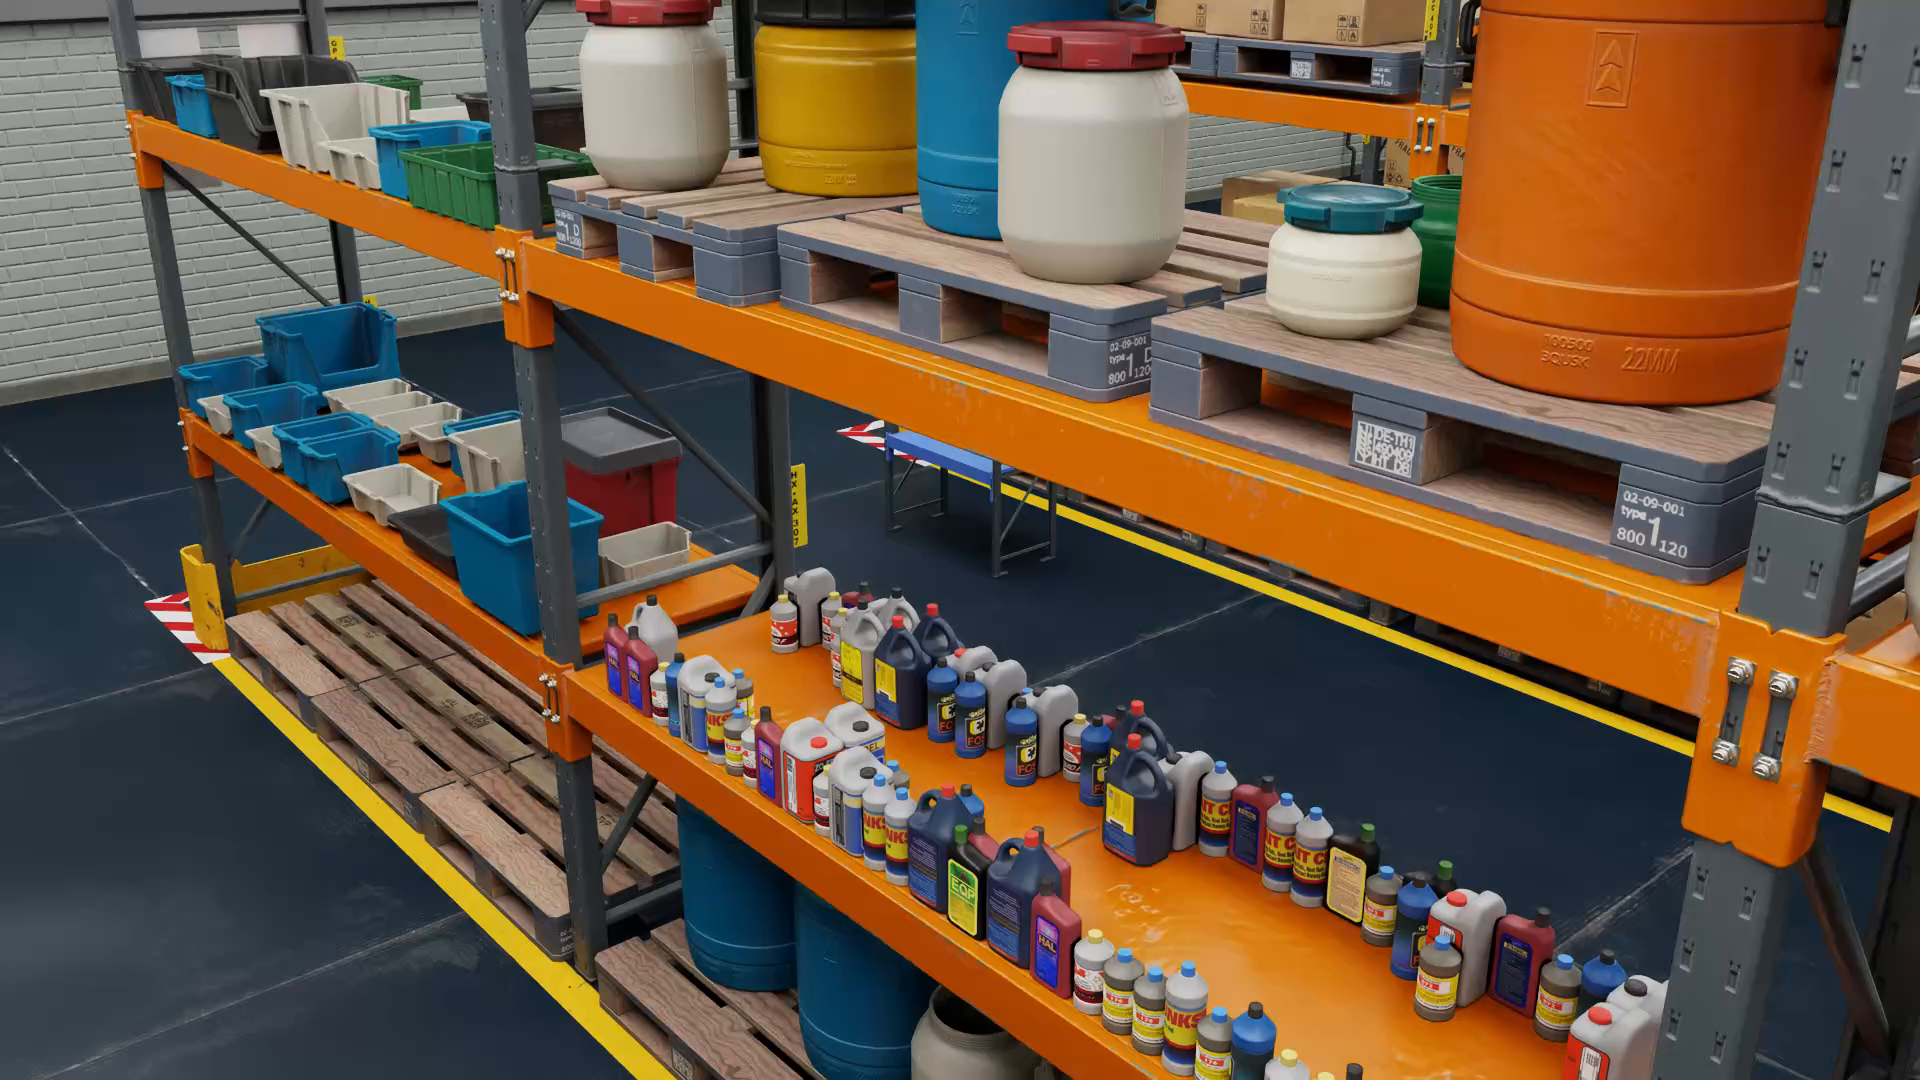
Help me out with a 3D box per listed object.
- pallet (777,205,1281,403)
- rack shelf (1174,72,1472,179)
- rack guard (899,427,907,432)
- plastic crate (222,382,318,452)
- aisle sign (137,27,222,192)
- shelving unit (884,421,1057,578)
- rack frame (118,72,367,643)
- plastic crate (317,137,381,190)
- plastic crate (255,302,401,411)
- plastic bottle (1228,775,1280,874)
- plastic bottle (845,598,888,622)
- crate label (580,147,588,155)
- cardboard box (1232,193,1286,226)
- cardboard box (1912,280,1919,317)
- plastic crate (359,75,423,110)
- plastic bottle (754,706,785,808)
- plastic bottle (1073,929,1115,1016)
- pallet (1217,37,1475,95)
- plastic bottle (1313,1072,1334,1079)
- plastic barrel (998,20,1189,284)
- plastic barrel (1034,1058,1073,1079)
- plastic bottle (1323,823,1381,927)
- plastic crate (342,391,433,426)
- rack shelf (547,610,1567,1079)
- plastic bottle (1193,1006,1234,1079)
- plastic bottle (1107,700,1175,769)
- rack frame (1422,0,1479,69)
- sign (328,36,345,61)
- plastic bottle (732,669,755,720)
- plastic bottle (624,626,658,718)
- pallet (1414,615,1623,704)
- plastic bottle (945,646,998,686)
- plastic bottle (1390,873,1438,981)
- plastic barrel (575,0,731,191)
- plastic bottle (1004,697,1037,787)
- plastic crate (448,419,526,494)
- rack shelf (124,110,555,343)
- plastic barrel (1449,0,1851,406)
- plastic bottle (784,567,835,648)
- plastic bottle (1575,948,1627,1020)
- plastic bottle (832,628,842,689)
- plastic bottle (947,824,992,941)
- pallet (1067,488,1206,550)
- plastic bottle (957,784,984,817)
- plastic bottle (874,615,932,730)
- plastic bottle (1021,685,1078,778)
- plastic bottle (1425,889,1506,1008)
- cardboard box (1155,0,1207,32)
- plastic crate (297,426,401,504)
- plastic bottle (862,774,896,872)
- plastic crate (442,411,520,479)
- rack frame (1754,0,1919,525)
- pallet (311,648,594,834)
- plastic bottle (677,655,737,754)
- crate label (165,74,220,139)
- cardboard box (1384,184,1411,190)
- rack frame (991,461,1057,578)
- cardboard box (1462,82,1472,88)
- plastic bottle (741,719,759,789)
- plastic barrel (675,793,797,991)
[{"bbox_3d":[0.285,-0.669,4.225,1.003,0.211,1.213,-17,27,-37],"label":"pallet"},{"bbox_3d":[1.403,-2.660,10.035,1.077,0.370,4.000,-17,27,-37],"label":"rack shelf"},{"bbox_3d":[0.082,-0.993,12.334,1.175,0.500,0.348,-17,27,-37],"label":"rack guard"},{"bbox_3d":[-3.313,-0.593,8.032,0.416,0.233,0.300,-17,27,-37],"label":"plastic crate"},{"bbox_3d":[-3.927,-2.131,8.247,0.394,0.787,0.004,-17,27,-37],"label":"aisle sign"},{"bbox_3d":[0.056,-0.675,10.150,0.538,1.500,1.048,-17,27,-37],"label":"shelving unit"},{"bbox_3d":[-3.655,-0.971,8.851,1.000,3.000,0.127,-17,27,-37],"label":"rack frame"},{"bbox_3d":[-2.162,-1.401,6.197,0.293,0.136,0.466,-17,27,-37],"label":"plastic crate"},{"bbox_3d":[-3.295,-0.968,8.711,0.616,0.435,0.499,-17,27,-37],"label":"plastic crate"},{"bbox_3d":[0.810,0.767,4.574,0.061,0.283,0.133,-17,27,-37],"label":"plastic bottle"},{"bbox_3d":[-0.303,0.324,5.713,0.152,0.276,0.135,-17,27,-37],"label":"plastic bottle"},{"bbox_3d":[-1.144,-1.344,6.051,0.293,0.136,0.466,-17,27,-37],"label":"crate label"},{"bbox_3d":[1.882,-1.666,9.394,0.500,0.500,0.500,-17,27,-37],"label":"cardboard box"},{"bbox_3d":[3.989,-1.024,7.473,0.797,0.503,0.637,-16,27,-36],"label":"cardboard box"},{"bbox_3d":[-2.794,-2.065,7.821,0.450,0.188,0.336,-17,27,-37],"label":"plastic crate"},{"bbox_3d":[-0.548,0.636,4.906,0.061,0.283,0.133,-17,27,-37],"label":"plastic bottle"},{"bbox_3d":[0.323,1.033,4.006,0.097,0.201,0.097,0,21,0],"label":"plastic bottle"},{"bbox_3d":[2.183,-2.629,9.093,1.003,0.211,1.213,-17,27,-37],"label":"pallet"},{"bbox_3d":[0.768,1.221,3.526,0.097,0.201,0.097,0,21,0],"label":"plastic bottle"},{"bbox_3d":[0.296,-0.871,3.719,0.433,0.535,0.433,0,21,0],"label":"plastic barrel"},{"bbox_3d":[0.498,1.723,4.703,0.600,0.588,0.708,-17,27,-37],"label":"plastic barrel"},{"bbox_3d":[1.024,0.857,4.342,0.061,0.283,0.133,-17,27,-37],"label":"plastic bottle"},{"bbox_3d":[-2.807,-0.611,8.210,0.396,0.136,0.243,-17,27,-37],"label":"plastic crate"},{"bbox_3d":[0.262,1.021,4.750,1.077,0.370,4.000,-17,27,-37],"label":"rack shelf"},{"bbox_3d":[0.577,1.140,3.732,0.097,0.201,0.097,0,21,0],"label":"plastic bottle"},{"bbox_3d":[0.523,0.637,4.812,0.144,0.351,0.185,-17,27,-37],"label":"plastic bottle"},{"bbox_3d":[2.709,-3.839,7.946,1.000,3.000,0.127,-17,27,-37],"label":"rack frame"},{"bbox_3d":[-3.248,-2.455,8.669,0.100,0.325,0.005,-17,27,-37],"label":"sign"},{"bbox_3d":[-0.709,0.511,5.339,0.097,0.201,0.097,0,21,0],"label":"plastic bottle"},{"bbox_3d":[-1.040,0.428,5.439,0.061,0.283,0.133,-17,27,-37],"label":"plastic bottle"},{"bbox_3d":[3.269,0.448,9.050,1.003,0.211,1.213,-17,27,-37],"label":"pallet"},{"bbox_3d":[0.026,0.464,5.357,0.152,0.276,0.135,-17,27,-37],"label":"plastic bottle"},{"bbox_3d":[1.127,0.950,4.121,0.097,0.271,0.097,0,21,0],"label":"plastic bottle"},{"bbox_3d":[-0.890,-1.317,4.858,0.433,0.535,0.433,0,21,0],"label":"plastic barrel"},{"bbox_3d":[0.183,0.602,5.011,0.097,0.271,0.097,0,21,0],"label":"plastic bottle"},{"bbox_3d":[-1.901,-0.305,7.229,0.437,0.282,0.530,-17,27,-37],"label":"plastic crate"},{"bbox_3d":[-2.349,-1.481,7.025,1.077,0.370,4.000,-17,27,-37],"label":"rack shelf"},{"bbox_3d":[1.199,-0.711,2.908,0.600,0.830,0.708,-17,27,-37],"label":"plastic barrel"},{"bbox_3d":[-0.541,0.223,5.971,0.152,0.276,0.135,-17,27,-37],"label":"plastic bottle"},{"bbox_3d":[1.475,1.064,3.832,0.097,0.271,0.097,0,21,0],"label":"plastic bottle"},{"bbox_3d":[-0.385,0.394,5.638,0.097,0.201,0.097,0,21,0],"label":"plastic bottle"},{"bbox_3d":[0.026,0.879,4.286,0.061,0.283,0.133,-17,27,-37],"label":"plastic bottle"},{"bbox_3d":[1.471,-0.313,10.994,1.003,0.211,1.213,-17,27,-37],"label":"pallet"},{"bbox_3d":[0.017,0.790,4.530,0.097,0.271,0.097,0,21,0],"label":"plastic bottle"},{"bbox_3d":[-0.184,0.418,5.371,0.144,0.351,0.185,-17,27,-37],"label":"plastic bottle"},{"bbox_3d":[0.265,0.565,5.099,0.152,0.276,0.135,-17,27,-37],"label":"plastic bottle"},{"bbox_3d":[1.228,0.972,4.059,0.152,0.276,0.135,-17,27,-37],"label":"plastic bottle"},{"bbox_3d":[1.571,-3.260,9.732,0.700,0.500,0.500,-16,26,-35],"label":"cardboard box"},{"bbox_3d":[-2.687,-0.328,7.356,0.416,0.233,0.300,-17,27,-37],"label":"plastic crate"},{"bbox_3d":[-0.219,0.771,4.580,0.097,0.271,0.097,0,21,0],"label":"plastic bottle"},{"bbox_3d":[-2.120,-0.415,7.578,0.416,0.233,0.300,-17,27,-37],"label":"plastic crate"},{"bbox_3d":[1.567,-1.555,2.114,1.000,3.000,0.127,-17,27,-37],"label":"rack frame"},{"bbox_3d":[-2.354,0.901,7.894,1.003,0.211,1.213,-17,27,-37],"label":"pallet"},{"bbox_3d":[-0.791,0.511,5.236,0.152,0.276,0.135,-17,27,-37],"label":"plastic bottle"},{"bbox_3d":[-3.297,-1.967,7.484,0.408,0.251,0.502,-17,27,-37],"label":"crate label"},{"bbox_3d":[3.884,-3.019,14.423,0.380,0.149,0.250,-18,28,-38],"label":"cardboard box"},{"bbox_3d":[0.388,-0.534,9.792,0.500,1.500,0.032,-17,27,-37],"label":"rack frame"},{"bbox_3d":[4.347,-3.629,13.720,0.500,0.500,0.500,-16,27,-36],"label":"cardboard box"},{"bbox_3d":[-0.609,0.638,5.014,0.097,0.201,0.097,0,21,0],"label":"plastic bottle"},{"bbox_3d":[-0.701,1.070,5.942,0.600,0.901,0.708,-17,27,-37],"label":"plastic barrel"}]
